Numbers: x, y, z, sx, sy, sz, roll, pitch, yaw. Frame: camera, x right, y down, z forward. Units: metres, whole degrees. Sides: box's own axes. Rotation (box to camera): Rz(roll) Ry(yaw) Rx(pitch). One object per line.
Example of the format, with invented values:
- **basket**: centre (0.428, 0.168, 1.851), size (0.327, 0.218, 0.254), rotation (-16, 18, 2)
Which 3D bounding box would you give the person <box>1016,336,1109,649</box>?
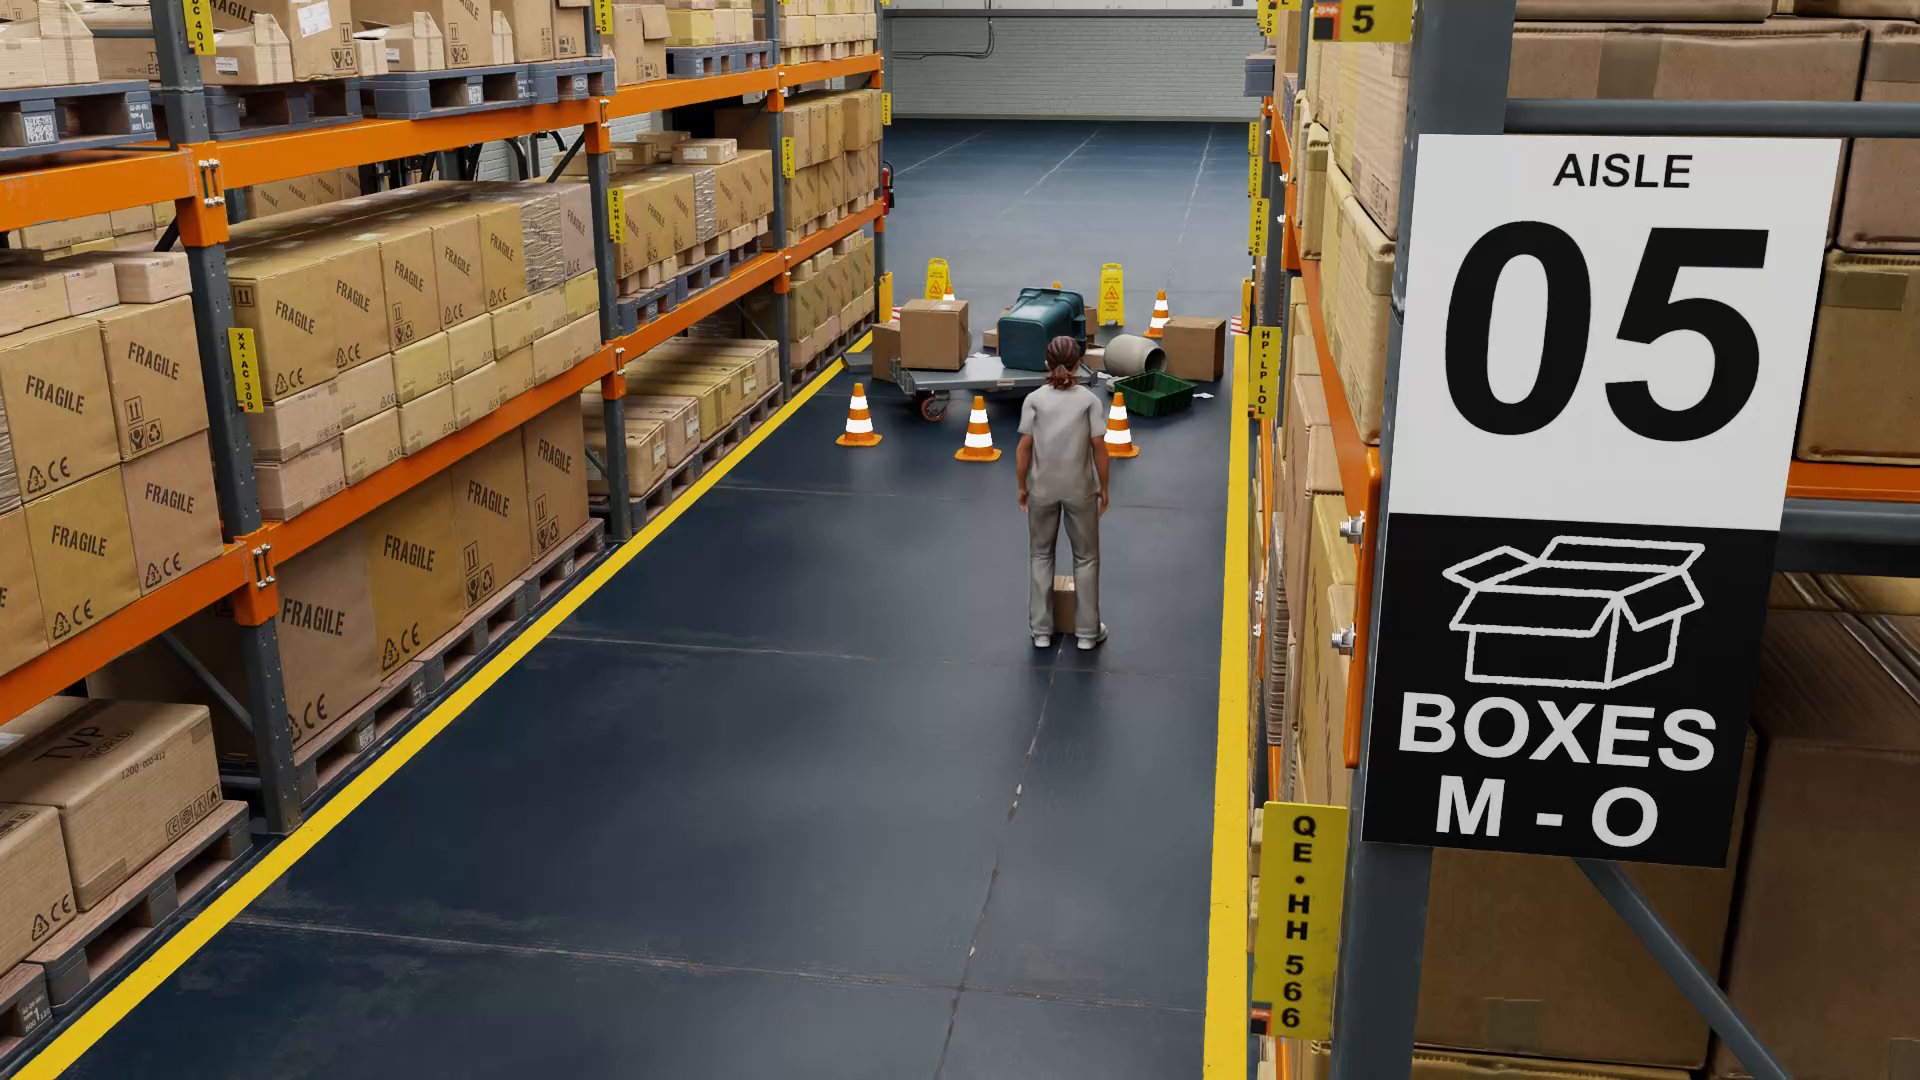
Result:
- **person**: centre (0.547, -0.244, 8.808), size (0.495, 1.672, 0.352), rotation (3, 18, 8)
